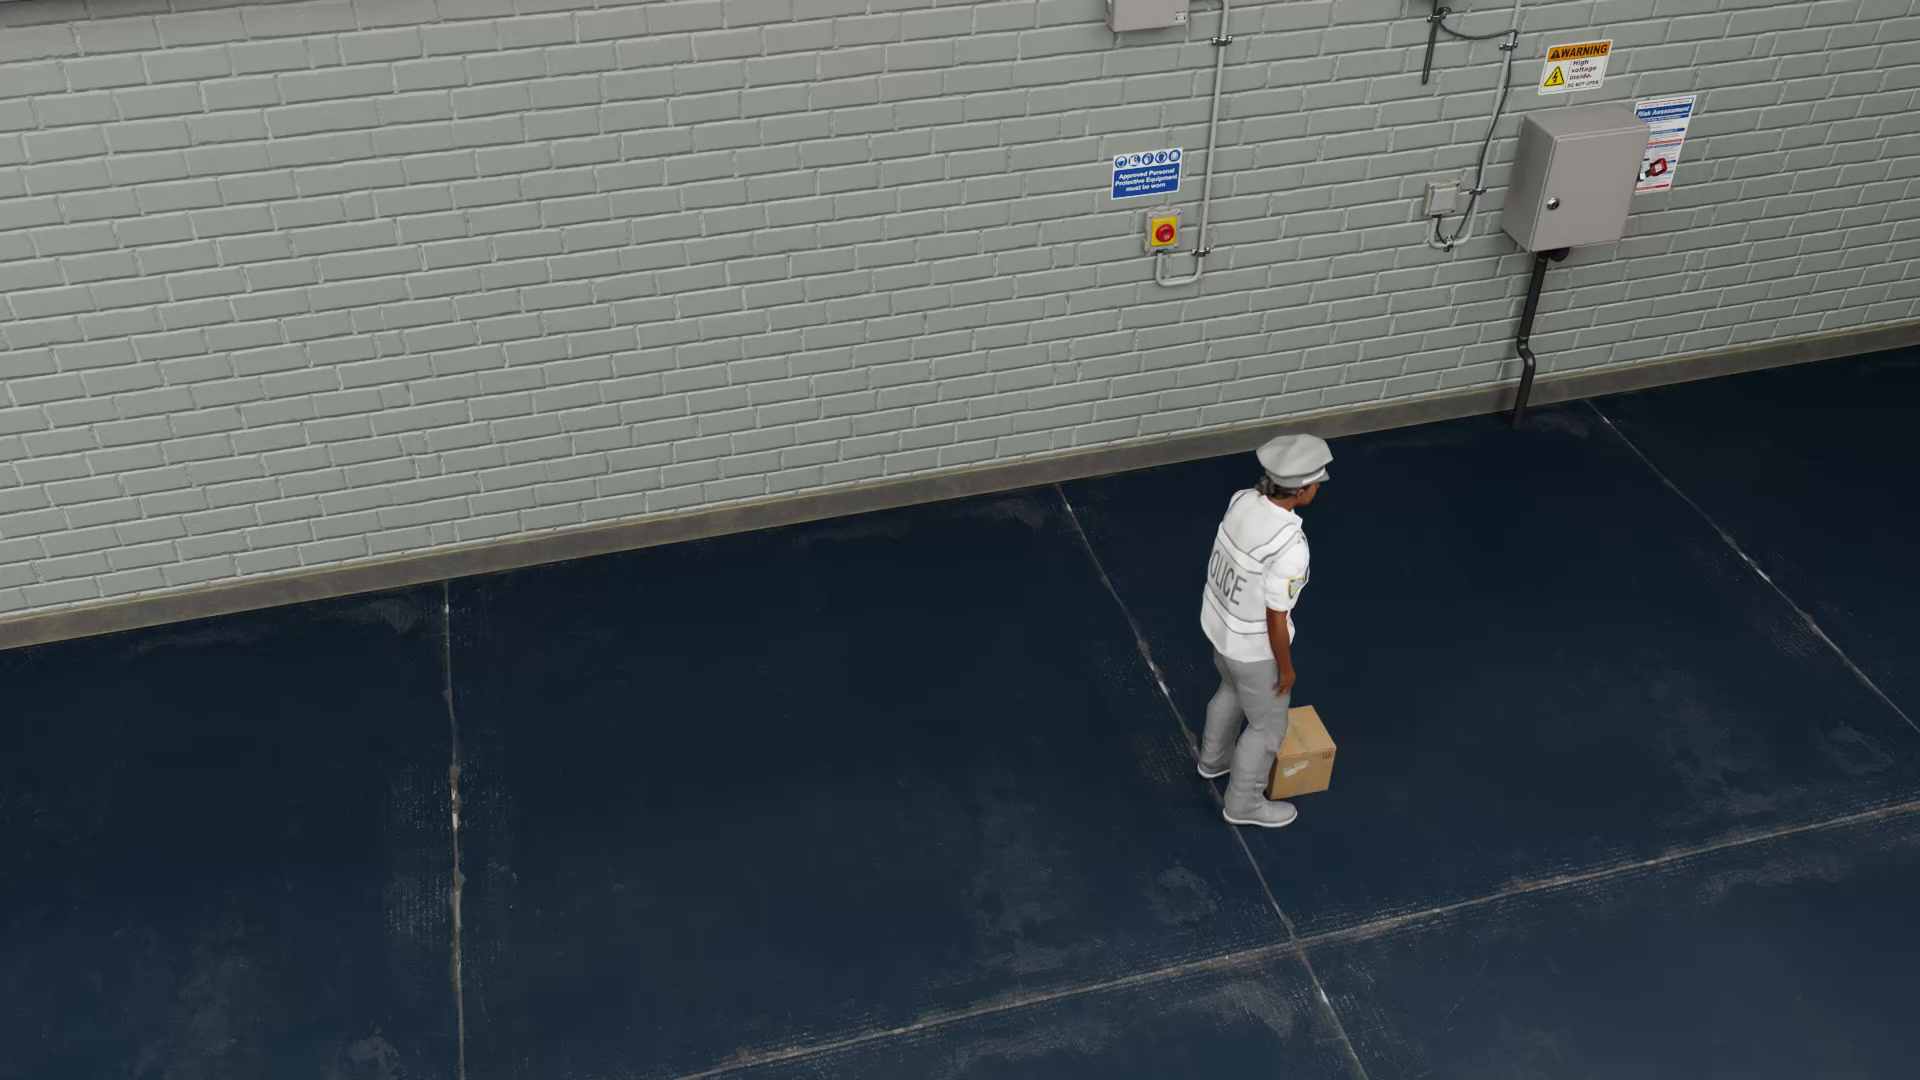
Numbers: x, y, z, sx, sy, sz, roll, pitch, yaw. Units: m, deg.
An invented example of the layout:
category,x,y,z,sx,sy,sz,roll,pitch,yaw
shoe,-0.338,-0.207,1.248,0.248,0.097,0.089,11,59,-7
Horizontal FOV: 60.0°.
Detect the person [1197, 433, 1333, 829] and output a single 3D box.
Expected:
category,x,y,z,sx,sy,sz,roll,pitch,yaw
person,1.122,0.360,6.262,0.397,1.656,0.515,-11,40,-14
